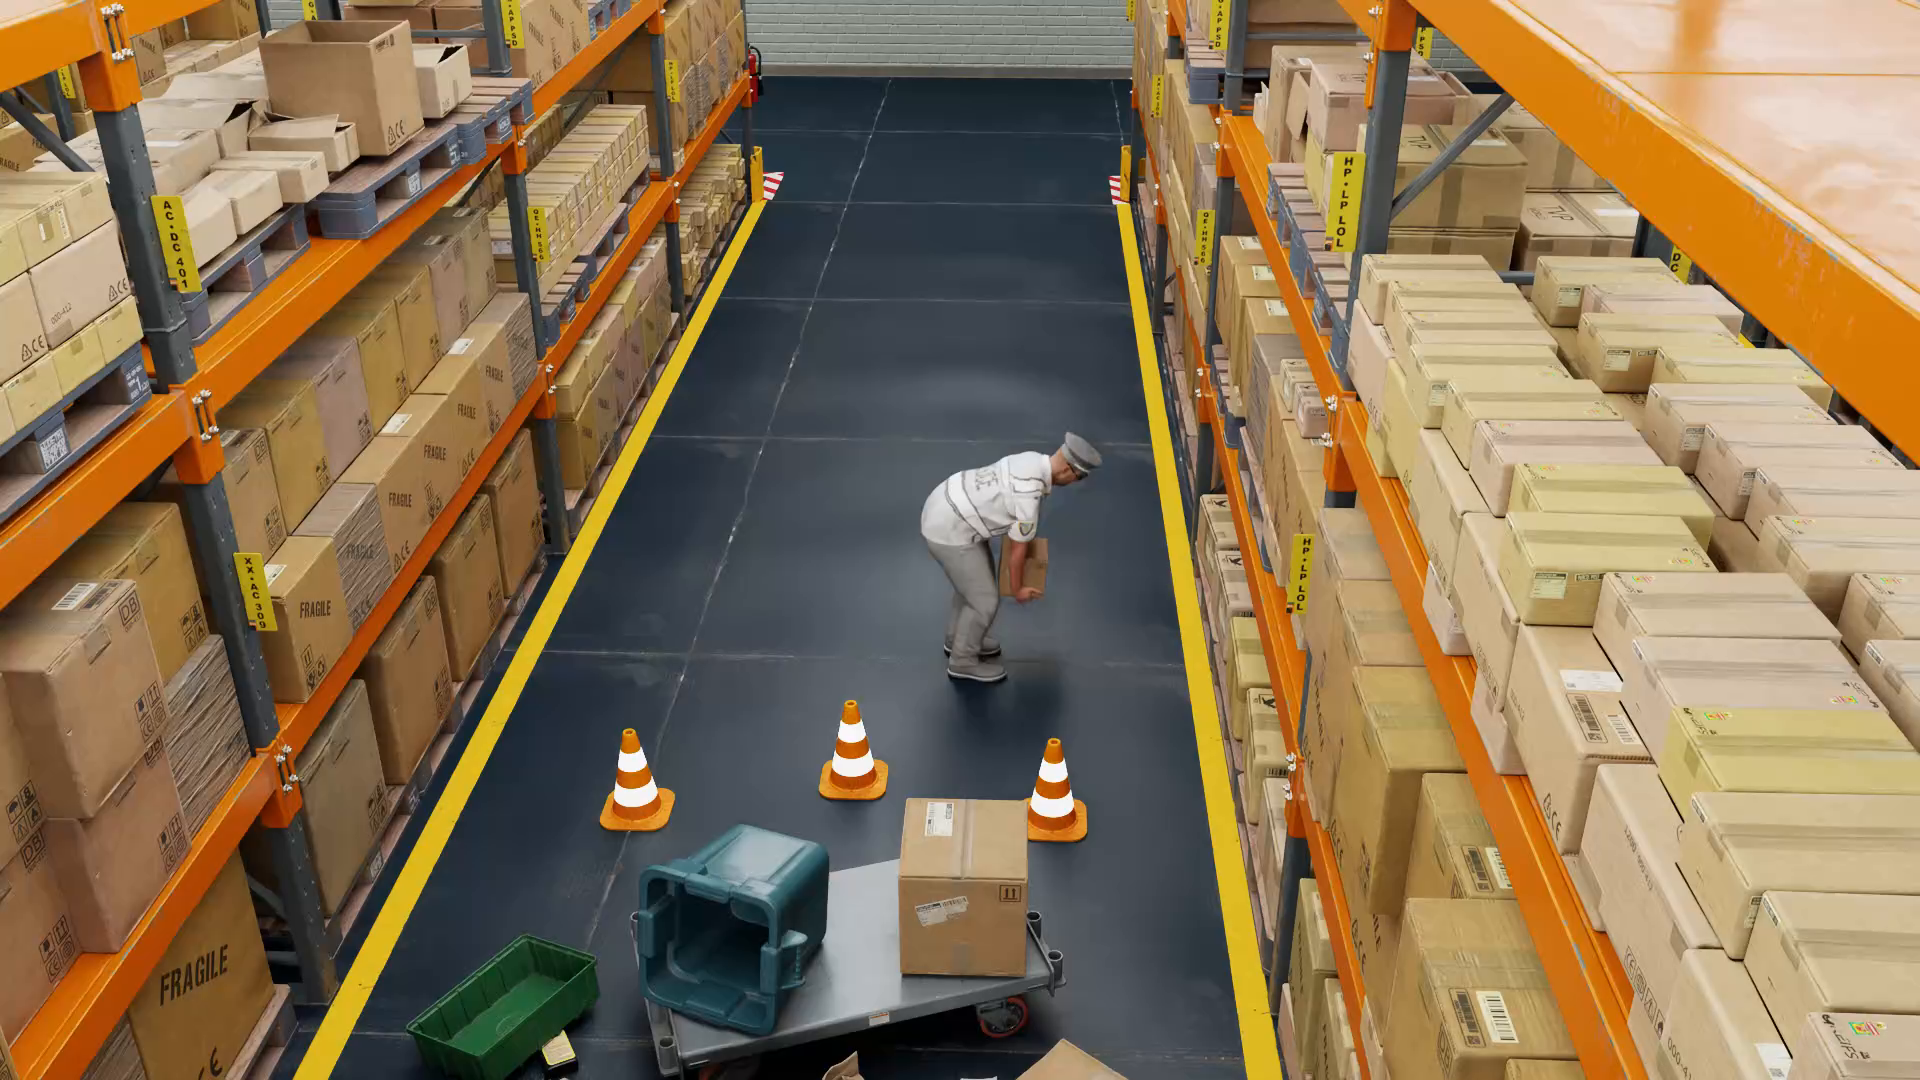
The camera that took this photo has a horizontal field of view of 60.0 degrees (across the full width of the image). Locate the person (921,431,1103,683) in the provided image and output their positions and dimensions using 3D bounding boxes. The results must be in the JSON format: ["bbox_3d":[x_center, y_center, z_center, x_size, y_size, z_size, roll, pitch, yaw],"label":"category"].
[{"bbox_3d":[0.273,0.082,9.071,0.966,1.405,0.468,0,28,1],"label":"person"}]
